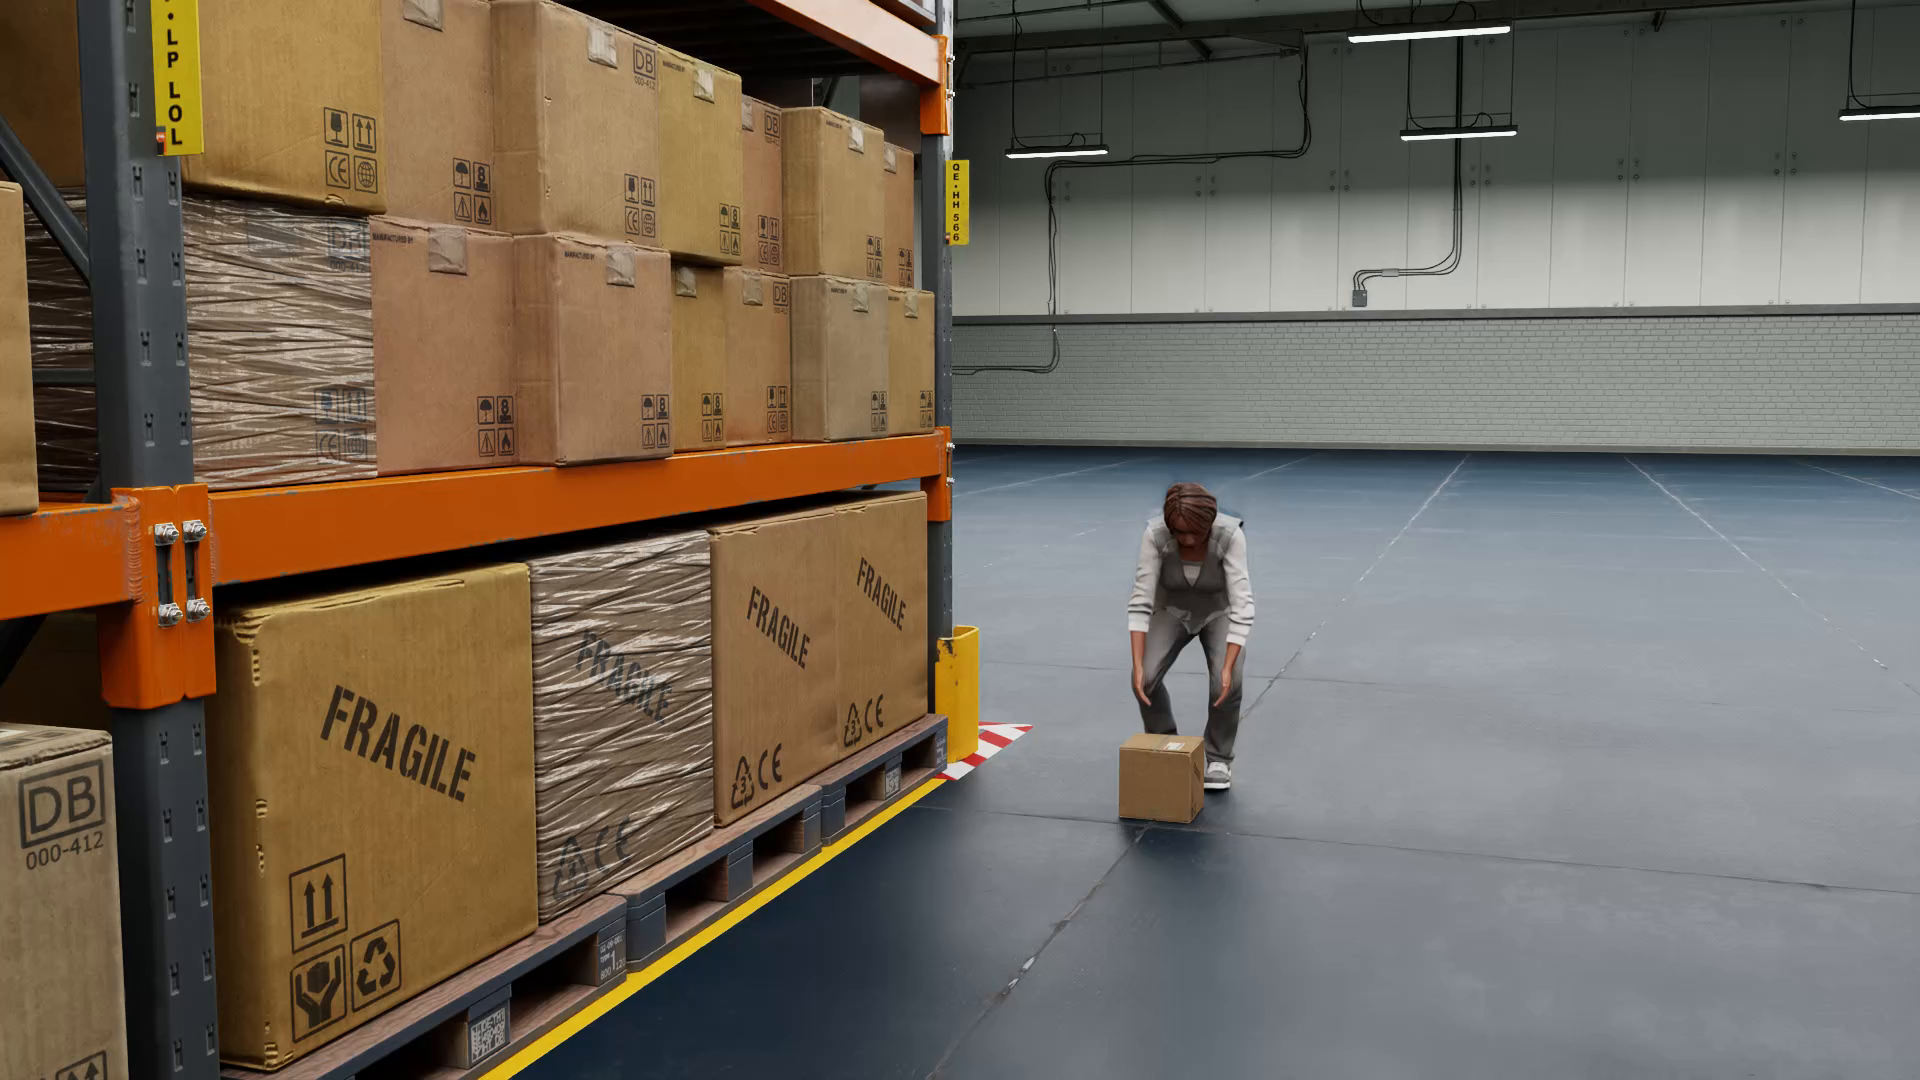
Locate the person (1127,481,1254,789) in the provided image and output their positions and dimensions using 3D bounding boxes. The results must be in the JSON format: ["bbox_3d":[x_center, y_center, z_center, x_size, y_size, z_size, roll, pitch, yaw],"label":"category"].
[{"bbox_3d":[0.876,0.356,6.147,0.461,1.140,0.725,2,6,19],"label":"person"}]
